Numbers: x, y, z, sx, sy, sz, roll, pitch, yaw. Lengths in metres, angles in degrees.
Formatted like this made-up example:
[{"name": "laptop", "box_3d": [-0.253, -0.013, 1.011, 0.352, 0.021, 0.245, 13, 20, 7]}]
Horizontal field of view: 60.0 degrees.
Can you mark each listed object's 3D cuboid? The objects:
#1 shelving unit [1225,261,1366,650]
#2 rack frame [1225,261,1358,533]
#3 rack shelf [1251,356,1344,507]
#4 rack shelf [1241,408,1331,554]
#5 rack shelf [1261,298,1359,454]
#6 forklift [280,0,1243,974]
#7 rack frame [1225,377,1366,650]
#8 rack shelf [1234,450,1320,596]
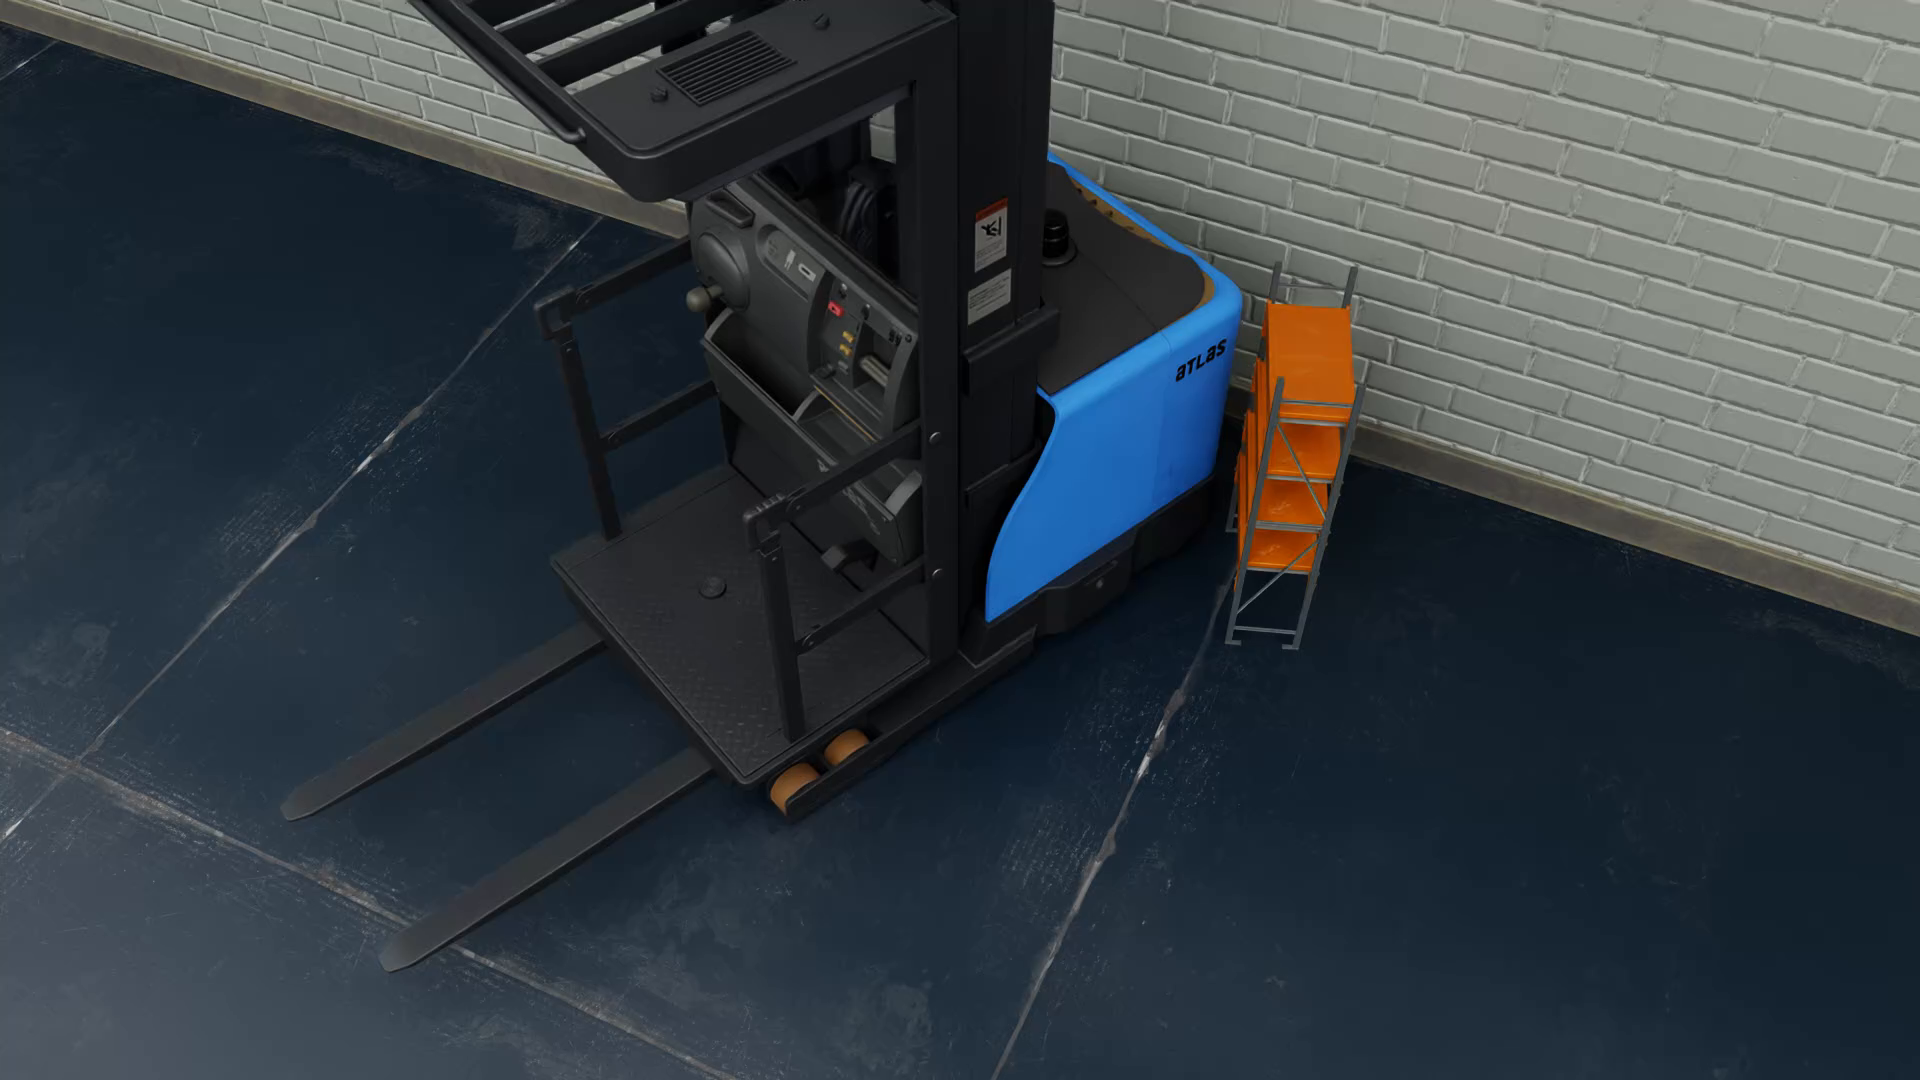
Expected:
[{"name": "shelving unit", "box_3d": [1.015, -0.228, 5.156, 0.258, 1.200, 0.503, 5, 50, 4]}, {"name": "rack frame", "box_3d": [1.041, -0.413, 5.313, 0.240, 1.200, 0.015, 5, 50, 4]}, {"name": "rack shelf", "box_3d": [1.015, -0.329, 5.037, 0.258, 0.148, 0.480, 5, 50, 4]}, {"name": "rack shelf", "box_3d": [1.015, -0.184, 5.207, 0.258, 0.148, 0.480, 5, 50, 4]}, {"name": "rack shelf", "box_3d": [1.015, -0.483, 4.857, 0.258, 0.148, 0.480, 5, 50, 4]}, {"name": "forklift", "box_3d": [-0.588, -0.572, 4.312, 3.031, 2.935, 1.130, -32, 57, -24]}, {"name": "rack frame", "box_3d": [0.989, -0.043, 4.999, 0.240, 1.200, 0.015, 5, 50, 4]}, {"name": "rack shelf", "box_3d": [1.015, -0.056, 5.359, 0.258, 0.148, 0.480, 5, 50, 4]}]
